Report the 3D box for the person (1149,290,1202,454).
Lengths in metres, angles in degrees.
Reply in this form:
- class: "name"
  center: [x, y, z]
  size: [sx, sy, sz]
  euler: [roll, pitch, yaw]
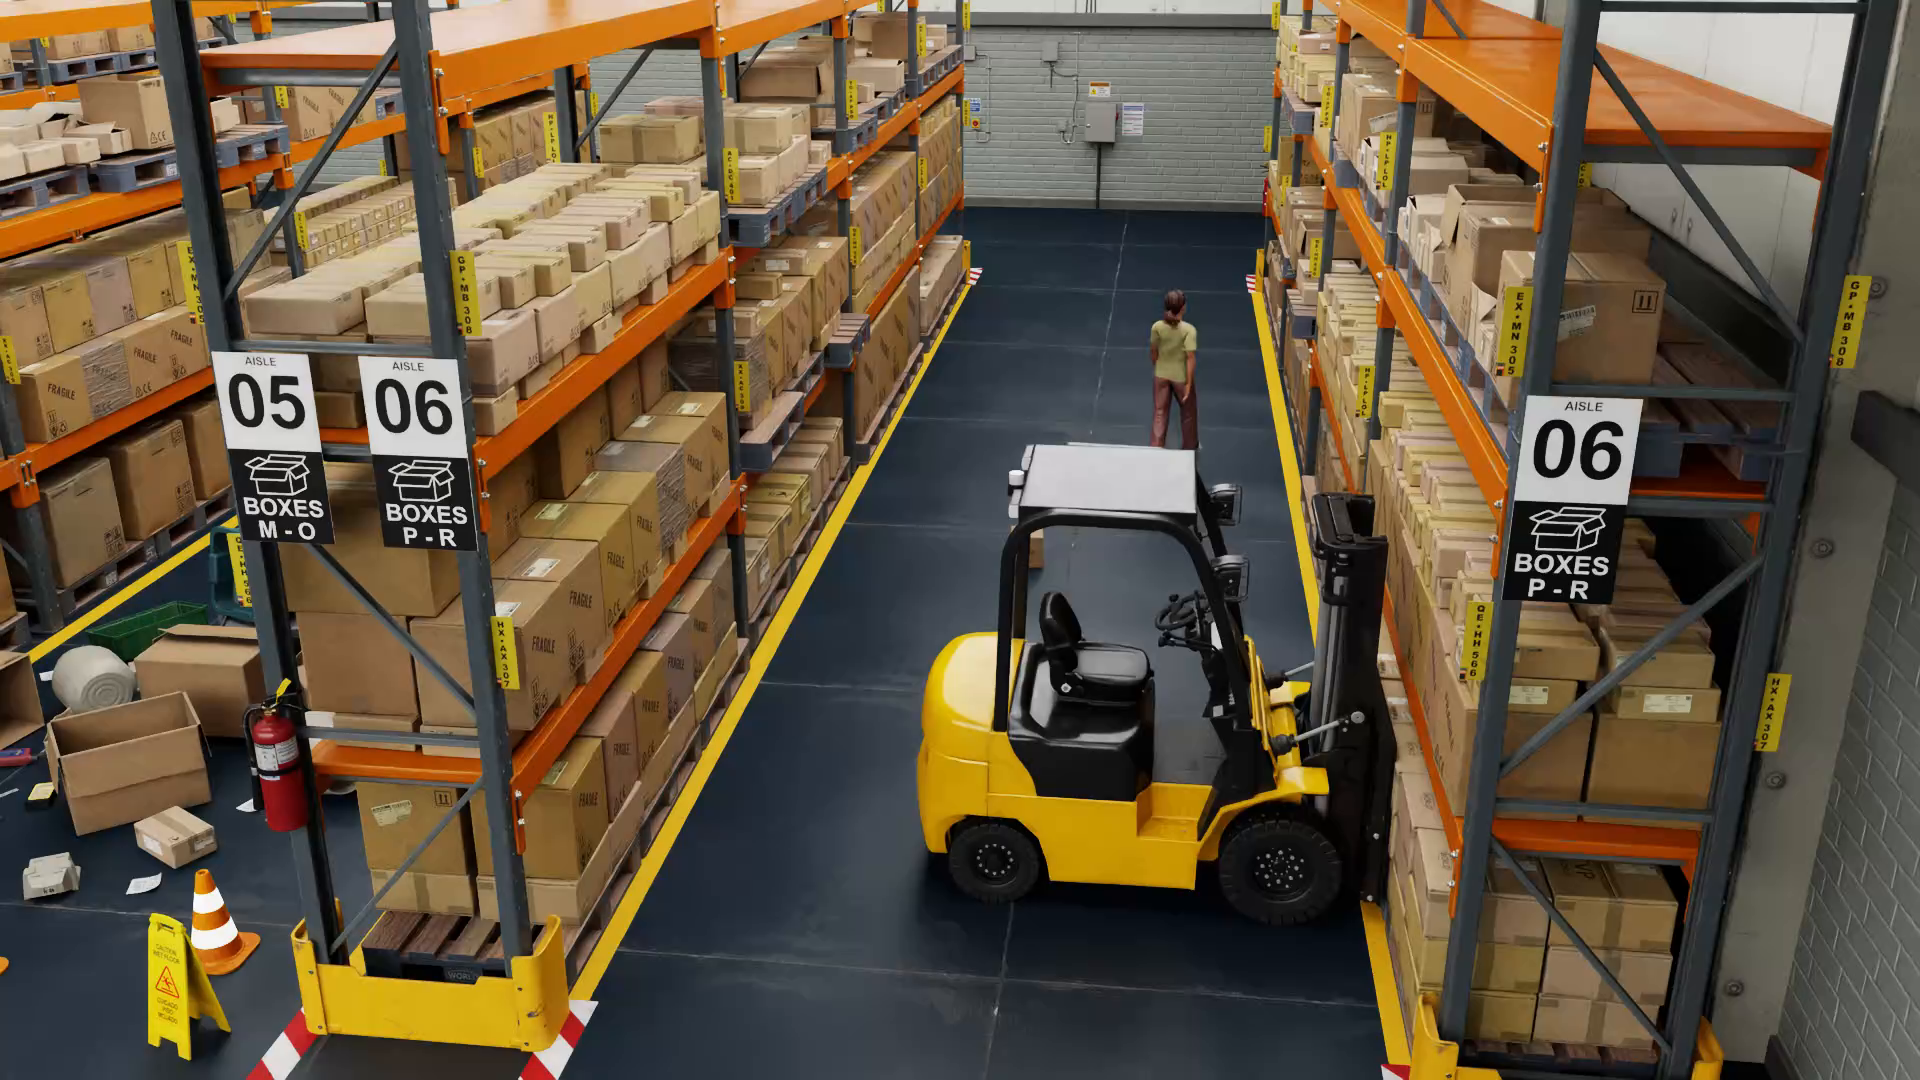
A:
- class: "person"
  center: [1.920, -1.460, 14.820]
  size: [0.453, 1.626, 0.893]
  euler: [8, 23, 19]
